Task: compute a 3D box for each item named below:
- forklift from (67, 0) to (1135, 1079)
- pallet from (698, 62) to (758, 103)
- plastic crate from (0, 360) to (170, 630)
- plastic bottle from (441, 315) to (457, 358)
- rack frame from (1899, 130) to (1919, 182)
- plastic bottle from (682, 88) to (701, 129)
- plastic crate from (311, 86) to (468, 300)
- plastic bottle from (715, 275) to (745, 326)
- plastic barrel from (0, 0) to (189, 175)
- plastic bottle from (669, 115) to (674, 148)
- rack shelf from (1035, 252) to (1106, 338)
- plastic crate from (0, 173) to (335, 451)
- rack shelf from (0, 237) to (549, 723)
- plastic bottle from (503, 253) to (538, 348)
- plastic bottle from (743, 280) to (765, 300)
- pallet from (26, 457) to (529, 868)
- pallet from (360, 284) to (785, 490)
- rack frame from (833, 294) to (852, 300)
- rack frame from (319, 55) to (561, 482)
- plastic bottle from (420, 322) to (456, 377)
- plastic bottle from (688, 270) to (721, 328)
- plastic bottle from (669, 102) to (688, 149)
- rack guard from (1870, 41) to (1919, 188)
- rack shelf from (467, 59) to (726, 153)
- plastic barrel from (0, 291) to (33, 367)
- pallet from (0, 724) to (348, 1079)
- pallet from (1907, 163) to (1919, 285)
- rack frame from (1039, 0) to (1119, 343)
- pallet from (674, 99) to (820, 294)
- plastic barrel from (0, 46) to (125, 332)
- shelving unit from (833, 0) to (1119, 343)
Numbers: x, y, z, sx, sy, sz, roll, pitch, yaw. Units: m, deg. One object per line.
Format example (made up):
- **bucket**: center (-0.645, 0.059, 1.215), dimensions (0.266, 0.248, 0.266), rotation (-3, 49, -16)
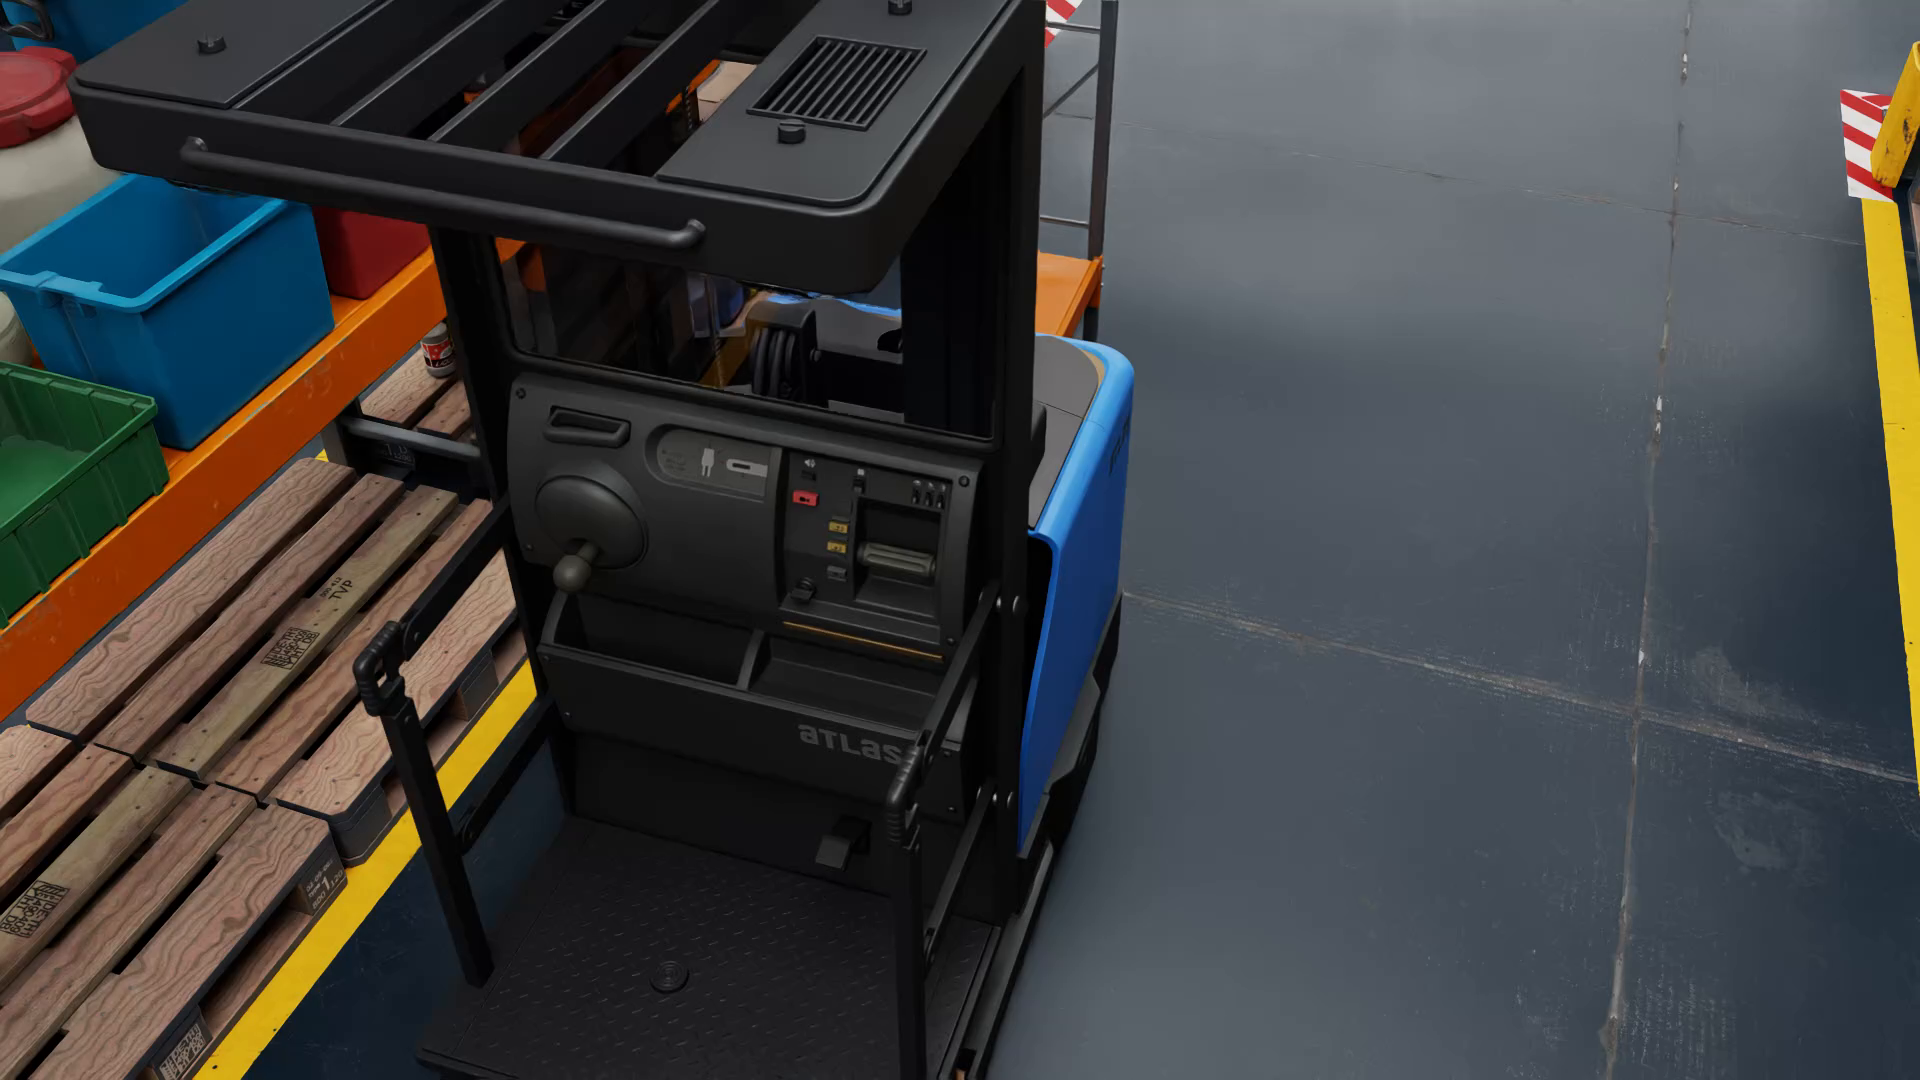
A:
- **forklift**: center (-0.483, 0.036, 2.950), dimensions (1.130, 2.935, 3.031), rotation (12, 42, 13)
- **pallet**: center (-0.469, -2.088, 7.535), dimensions (1.003, 0.211, 1.213), rotation (13, 42, 15)
- **plastic crate**: center (-1.903, -0.055, 3.166), dimensions (0.450, 0.188, 0.662), rotation (13, 42, 15)
- **plastic bottle**: center (-1.718, -0.761, 5.585), dimensions (0.061, 0.283, 0.133), rotation (15, 43, 17)
- **rack frame**: center (4.449, -2.598, 5.984), dimensions (1.000, 3.000, 0.127), rotation (13, 42, 15)
- **plastic bottle**: center (-1.117, -1.793, 6.803), dimensions (0.097, 0.271, 0.097), rotation (0, 40, 0)
- **plastic crate**: center (-1.450, -0.921, 3.969), dimensions (0.402, 0.464, 0.583), rotation (13, 42, 15)
- **plastic bottle**: center (-0.842, -0.935, 5.737), dimensions (0.144, 0.351, 0.185), rotation (12, 42, 13)
- **plastic barrel**: center (-1.989, -1.282, 4.056), dimensions (0.600, 0.901, 0.708), rotation (13, 42, 15)
- **plastic bottle**: center (-1.212, -1.663, 6.642), dimensions (0.061, 0.283, 0.133), rotation (14, 42, 16)
- **rack shelf**: center (0.059, -0.578, 5.049), dimensions (0.538, 0.185, 1.000), rotation (12, 42, 13)
- **plastic crate**: center (-1.657, -0.512, 3.552), dimensions (0.392, 0.384, 0.575), rotation (13, 42, 15)
- **rack shelf**: center (-2.256, 0.233, 3.220), dimensions (1.077, 0.370, 4.000), rotation (13, 42, 15)
- **plastic bottle**: center (-1.487, -0.845, 5.631), dimensions (0.144, 0.351, 0.185), rotation (13, 42, 15)
- **plastic bottle**: center (-0.746, -1.001, 5.866), dimensions (0.061, 0.283, 0.133), rotation (15, 43, 17)
- **pallet**: center (-1.804, 0.288, 4.750), dimensions (1.003, 0.211, 1.213), rotation (13, 42, 15)
- **pallet**: center (-1.303, -0.600, 5.790), dimensions (1.003, 0.211, 1.213), rotation (13, 42, 15)
- **rack frame**: center (-0.096, -0.401, 4.564), dimensions (0.500, 1.500, 0.032), rotation (12, 42, 13)
- **rack frame**: center (-1.572, -1.260, 4.416), dimensions (1.000, 3.000, 0.127), rotation (13, 42, 15)
- **plastic bottle**: center (-1.741, -0.653, 5.522), dimensions (0.097, 0.201, 0.097), rotation (0, 40, 0)
- **plastic bottle**: center (-0.906, -0.820, 5.602), dimensions (0.144, 0.351, 0.185), rotation (14, 43, 16)
- **plastic bottle**: center (-1.153, -1.703, 6.752), dimensions (0.097, 0.201, 0.097), rotation (0, 40, 0)
- **rack guard**: center (4.457, -1.662, 6.813), dimensions (1.175, 0.500, 0.348), rotation (13, 42, 15)
- **rack shelf**: center (-0.888, -2.206, 6.079), dimensions (1.077, 0.370, 4.000), rotation (13, 42, 15)
- **plastic barrel**: center (-2.169, -0.434, 3.555), dimensions (0.301, 0.262, 0.301), rotation (0, 40, 0)
- **pallet**: center (-2.220, 1.035, 3.874), dimensions (1.003, 0.211, 1.213), rotation (13, 42, 15)
- **pallet**: center (4.227, -1.062, 6.332), dimensions (1.003, 0.211, 1.213), rotation (13, 42, 15)
- **rack frame**: center (0.214, -1.029, 5.301), dimensions (0.500, 1.500, 0.032), rotation (12, 42, 13)
- **pallet**: center (-0.888, -1.346, 6.665), dimensions (1.003, 0.211, 1.213), rotation (13, 42, 15)
- **plastic barrel**: center (-2.106, -0.777, 3.745), dimensions (0.433, 0.535, 0.433), rotation (0, 40, 0)
- **shelving unit**: center (0.056, -0.710, 4.926), dimensions (0.587, 1.500, 1.083), rotation (12, 42, 13)
